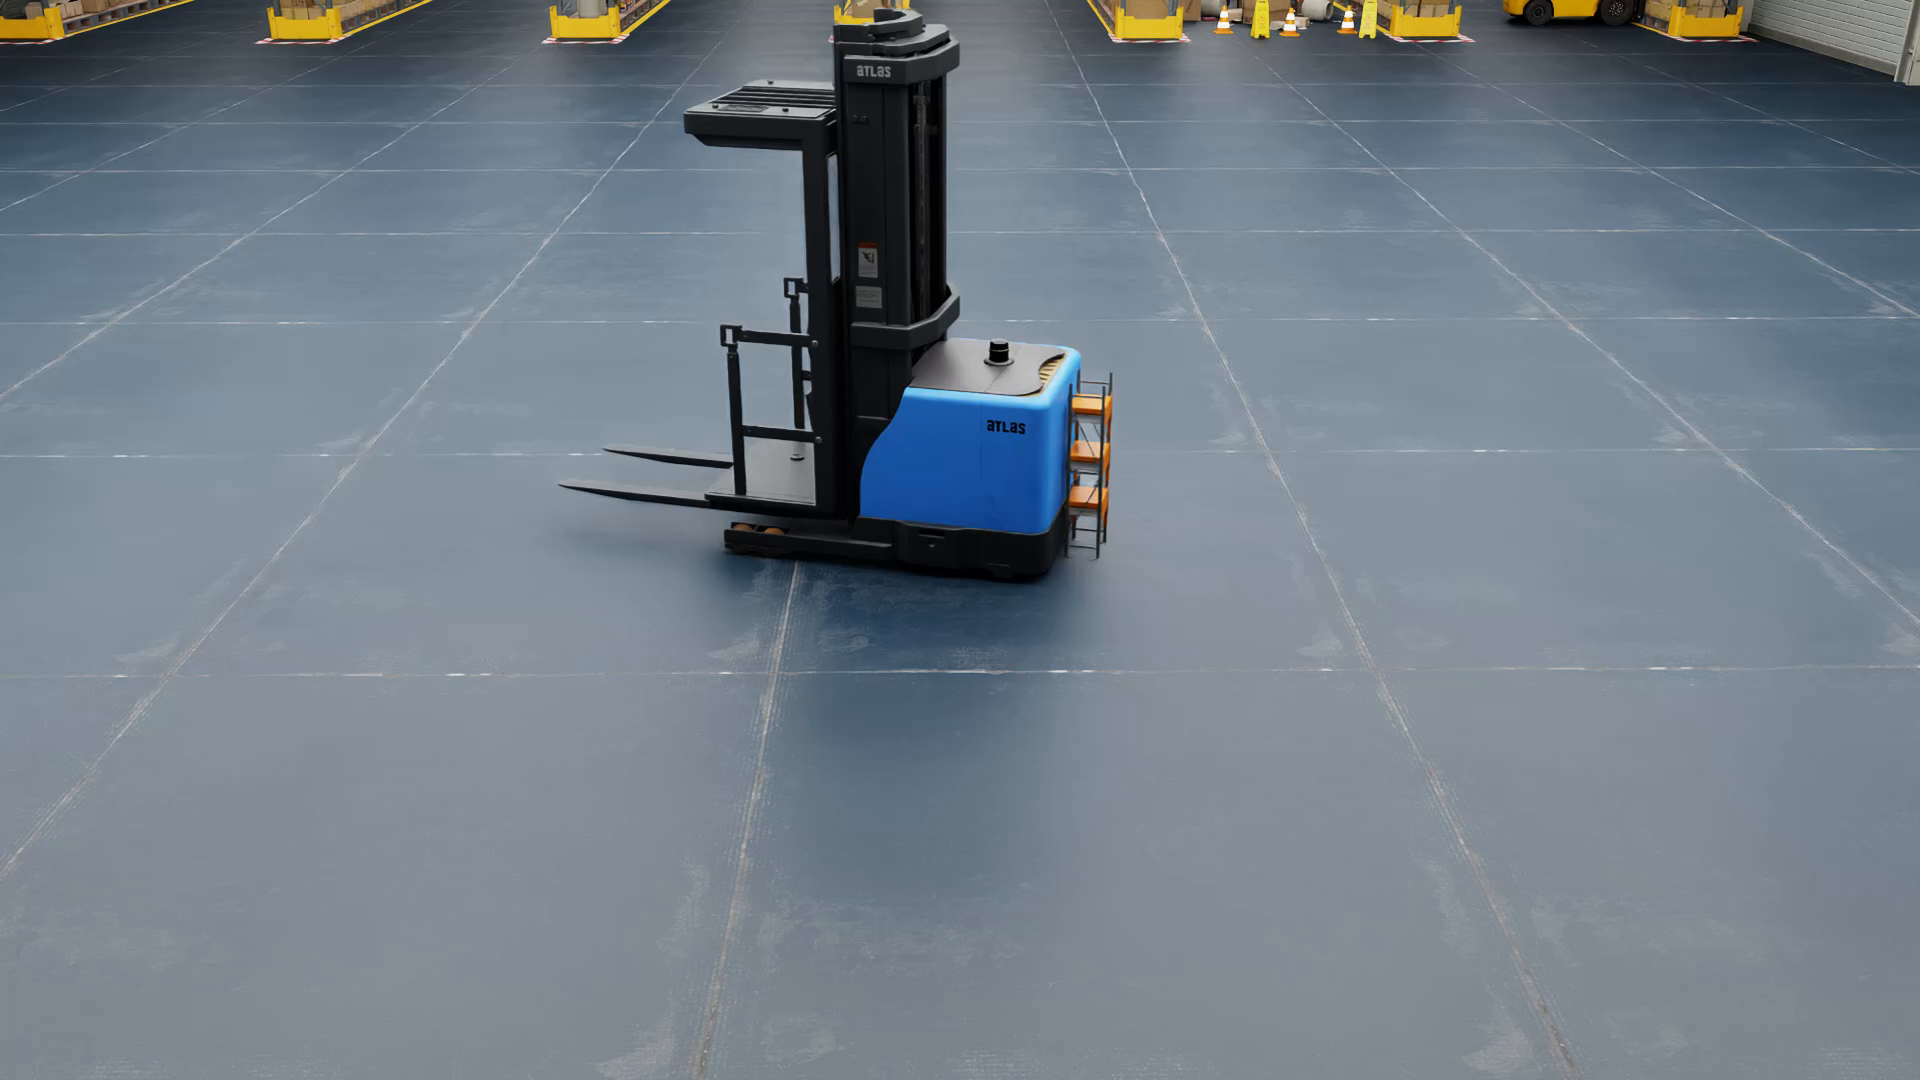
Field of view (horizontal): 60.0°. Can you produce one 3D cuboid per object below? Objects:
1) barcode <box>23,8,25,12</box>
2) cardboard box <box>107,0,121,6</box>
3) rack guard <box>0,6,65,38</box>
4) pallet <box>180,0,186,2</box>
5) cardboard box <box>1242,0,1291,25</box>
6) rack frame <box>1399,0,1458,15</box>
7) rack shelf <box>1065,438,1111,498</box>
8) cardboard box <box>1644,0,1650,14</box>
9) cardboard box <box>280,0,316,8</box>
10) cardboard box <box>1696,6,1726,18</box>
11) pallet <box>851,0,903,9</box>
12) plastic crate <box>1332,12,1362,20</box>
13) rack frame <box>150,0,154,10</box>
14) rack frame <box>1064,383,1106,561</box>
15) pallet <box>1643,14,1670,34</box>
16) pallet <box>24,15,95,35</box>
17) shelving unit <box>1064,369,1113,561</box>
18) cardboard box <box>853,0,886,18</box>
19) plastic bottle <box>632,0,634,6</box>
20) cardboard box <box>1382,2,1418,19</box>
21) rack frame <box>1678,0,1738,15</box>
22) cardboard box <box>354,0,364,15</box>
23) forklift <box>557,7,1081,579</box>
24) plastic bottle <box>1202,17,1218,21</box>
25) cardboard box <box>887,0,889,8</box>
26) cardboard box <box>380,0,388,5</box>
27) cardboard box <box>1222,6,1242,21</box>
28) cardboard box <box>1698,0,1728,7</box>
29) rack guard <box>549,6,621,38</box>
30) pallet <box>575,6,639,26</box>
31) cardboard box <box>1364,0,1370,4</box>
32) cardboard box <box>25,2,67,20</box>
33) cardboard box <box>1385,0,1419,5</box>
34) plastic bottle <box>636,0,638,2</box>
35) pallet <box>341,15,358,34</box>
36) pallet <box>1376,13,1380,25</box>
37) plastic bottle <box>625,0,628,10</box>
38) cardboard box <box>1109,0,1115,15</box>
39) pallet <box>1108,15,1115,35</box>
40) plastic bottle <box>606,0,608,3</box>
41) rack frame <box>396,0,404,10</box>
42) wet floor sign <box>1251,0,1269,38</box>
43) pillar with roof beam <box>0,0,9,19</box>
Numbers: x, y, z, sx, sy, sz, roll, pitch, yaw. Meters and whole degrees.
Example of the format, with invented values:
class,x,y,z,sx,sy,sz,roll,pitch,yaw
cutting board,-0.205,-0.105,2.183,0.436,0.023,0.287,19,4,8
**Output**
class,x,y,z,sx,sy,sz,roll,pitch,yaw
barcode,-16.807,-9.508,29.851,0.001,0.075,0.075,0,24,-1
cardboard box,-16.482,-10.520,31.869,0.500,0.500,0.500,-2,24,-5
rack guard,-16.491,-9.130,29.330,1.175,0.500,0.348,0,24,-1
pallet,-16.560,-11.440,34.788,1.003,0.211,1.213,0,24,-1
cardboard box,5.728,-9.924,31.081,0.797,0.503,0.637,-19,31,-36
rack frame,8.279,-10.349,28.991,1.000,3.000,0.127,0,24,-1
rack shelf,0.726,-0.410,9.408,0.215,0.259,0.240,6,25,13
cardboard box,12.929,-9.914,30.858,0.500,0.250,0.500,0,24,0
cardboard box,-11.840,-9.761,29.609,0.500,0.500,0.500,0,24,-1
cardboard box,13.432,-9.514,29.974,0.500,0.250,0.500,0,24,0
pallet,-1.632,-10.405,32.500,1.003,0.211,1.213,0,24,-1
plastic crate,7.432,-10.016,31.799,0.402,0.080,0.583,-9,26,-19
rack frame,-16.533,-11.886,32.390,1.000,3.000,0.127,0,24,-1
rack frame,0.696,-0.371,9.296,0.200,1.050,0.008,6,25,13
pallet,13.192,-9.417,30.315,1.003,0.211,1.213,0,24,-1
pallet,-16.464,-9.333,30.130,1.003,0.211,1.213,0,24,-1
shelving unit,0.726,-0.420,9.404,0.215,1.050,0.252,6,25,13
cardboard box,-1.621,-9.614,29.891,0.500,0.500,0.500,4,25,9
plastic bottle,-6.328,-10.346,31.758,0.152,0.276,0.135,0,24,0
cardboard box,8.001,-9.629,30.227,0.500,0.250,0.500,0,24,-1
rack frame,13.242,-10.373,29.044,1.000,3.000,0.127,0,24,-1
cardboard box,-11.334,-9.834,30.680,0.500,0.250,0.500,0,24,-1
forklift,-0.862,-1.438,9.373,3.031,2.935,1.130,6,25,14
plastic bottle,4.729,-9.859,31.474,0.283,0.061,0.133,-9,26,-19
cardboard box,-1.611,-10.348,31.514,0.500,0.500,0.500,-2,24,-5
cardboard box,-11.361,-10.452,32.046,0.500,0.250,0.500,0,24,-1
cardboard box,5.147,-9.987,31.510,0.396,0.266,0.258,4,25,9
cardboard box,13.445,-9.734,29.852,0.500,0.250,0.500,0,24,0
rack guard,-6.631,-9.174,29.428,1.175,0.500,0.348,0,24,-1
pallet,-6.645,-9.879,31.336,1.003,0.211,1.213,0,24,-1
cardboard box,7.997,-10.253,31.606,0.500,0.250,0.500,-1,24,-1
cardboard box,-16.407,-9.498,29.840,0.500,0.311,0.500,-3,25,-7
cardboard box,8.009,-9.958,30.044,0.500,0.500,0.500,0,24,0
plastic bottle,-6.330,-10.580,32.185,0.144,0.351,0.185,-1,24,-3
pallet,-11.587,-9.306,30.069,1.003,0.211,1.213,0,24,-1
pallet,8.294,-9.946,31.485,1.003,0.211,1.213,0,24,-1
plastic bottle,-6.276,-10.087,31.174,0.061,0.283,0.133,0,24,0
cardboard box,3.245,-10.150,30.620,0.875,0.875,0.875,-1,24,-1
pallet,3.243,-9.343,30.153,1.003,0.211,1.213,0,24,-1
plastic bottle,-6.889,-10.590,32.205,0.144,0.351,0.185,0,24,-1
rack frame,-11.580,-11.909,32.442,1.000,3.000,0.127,0,24,-1
wet floor sign,5.310,-9.209,29.329,0.267,0.644,0.232,-4,25,-10
pillar with roof beam,-13.058,-13.275,28.181,9.100,9.000,0.400,0,24,-1
